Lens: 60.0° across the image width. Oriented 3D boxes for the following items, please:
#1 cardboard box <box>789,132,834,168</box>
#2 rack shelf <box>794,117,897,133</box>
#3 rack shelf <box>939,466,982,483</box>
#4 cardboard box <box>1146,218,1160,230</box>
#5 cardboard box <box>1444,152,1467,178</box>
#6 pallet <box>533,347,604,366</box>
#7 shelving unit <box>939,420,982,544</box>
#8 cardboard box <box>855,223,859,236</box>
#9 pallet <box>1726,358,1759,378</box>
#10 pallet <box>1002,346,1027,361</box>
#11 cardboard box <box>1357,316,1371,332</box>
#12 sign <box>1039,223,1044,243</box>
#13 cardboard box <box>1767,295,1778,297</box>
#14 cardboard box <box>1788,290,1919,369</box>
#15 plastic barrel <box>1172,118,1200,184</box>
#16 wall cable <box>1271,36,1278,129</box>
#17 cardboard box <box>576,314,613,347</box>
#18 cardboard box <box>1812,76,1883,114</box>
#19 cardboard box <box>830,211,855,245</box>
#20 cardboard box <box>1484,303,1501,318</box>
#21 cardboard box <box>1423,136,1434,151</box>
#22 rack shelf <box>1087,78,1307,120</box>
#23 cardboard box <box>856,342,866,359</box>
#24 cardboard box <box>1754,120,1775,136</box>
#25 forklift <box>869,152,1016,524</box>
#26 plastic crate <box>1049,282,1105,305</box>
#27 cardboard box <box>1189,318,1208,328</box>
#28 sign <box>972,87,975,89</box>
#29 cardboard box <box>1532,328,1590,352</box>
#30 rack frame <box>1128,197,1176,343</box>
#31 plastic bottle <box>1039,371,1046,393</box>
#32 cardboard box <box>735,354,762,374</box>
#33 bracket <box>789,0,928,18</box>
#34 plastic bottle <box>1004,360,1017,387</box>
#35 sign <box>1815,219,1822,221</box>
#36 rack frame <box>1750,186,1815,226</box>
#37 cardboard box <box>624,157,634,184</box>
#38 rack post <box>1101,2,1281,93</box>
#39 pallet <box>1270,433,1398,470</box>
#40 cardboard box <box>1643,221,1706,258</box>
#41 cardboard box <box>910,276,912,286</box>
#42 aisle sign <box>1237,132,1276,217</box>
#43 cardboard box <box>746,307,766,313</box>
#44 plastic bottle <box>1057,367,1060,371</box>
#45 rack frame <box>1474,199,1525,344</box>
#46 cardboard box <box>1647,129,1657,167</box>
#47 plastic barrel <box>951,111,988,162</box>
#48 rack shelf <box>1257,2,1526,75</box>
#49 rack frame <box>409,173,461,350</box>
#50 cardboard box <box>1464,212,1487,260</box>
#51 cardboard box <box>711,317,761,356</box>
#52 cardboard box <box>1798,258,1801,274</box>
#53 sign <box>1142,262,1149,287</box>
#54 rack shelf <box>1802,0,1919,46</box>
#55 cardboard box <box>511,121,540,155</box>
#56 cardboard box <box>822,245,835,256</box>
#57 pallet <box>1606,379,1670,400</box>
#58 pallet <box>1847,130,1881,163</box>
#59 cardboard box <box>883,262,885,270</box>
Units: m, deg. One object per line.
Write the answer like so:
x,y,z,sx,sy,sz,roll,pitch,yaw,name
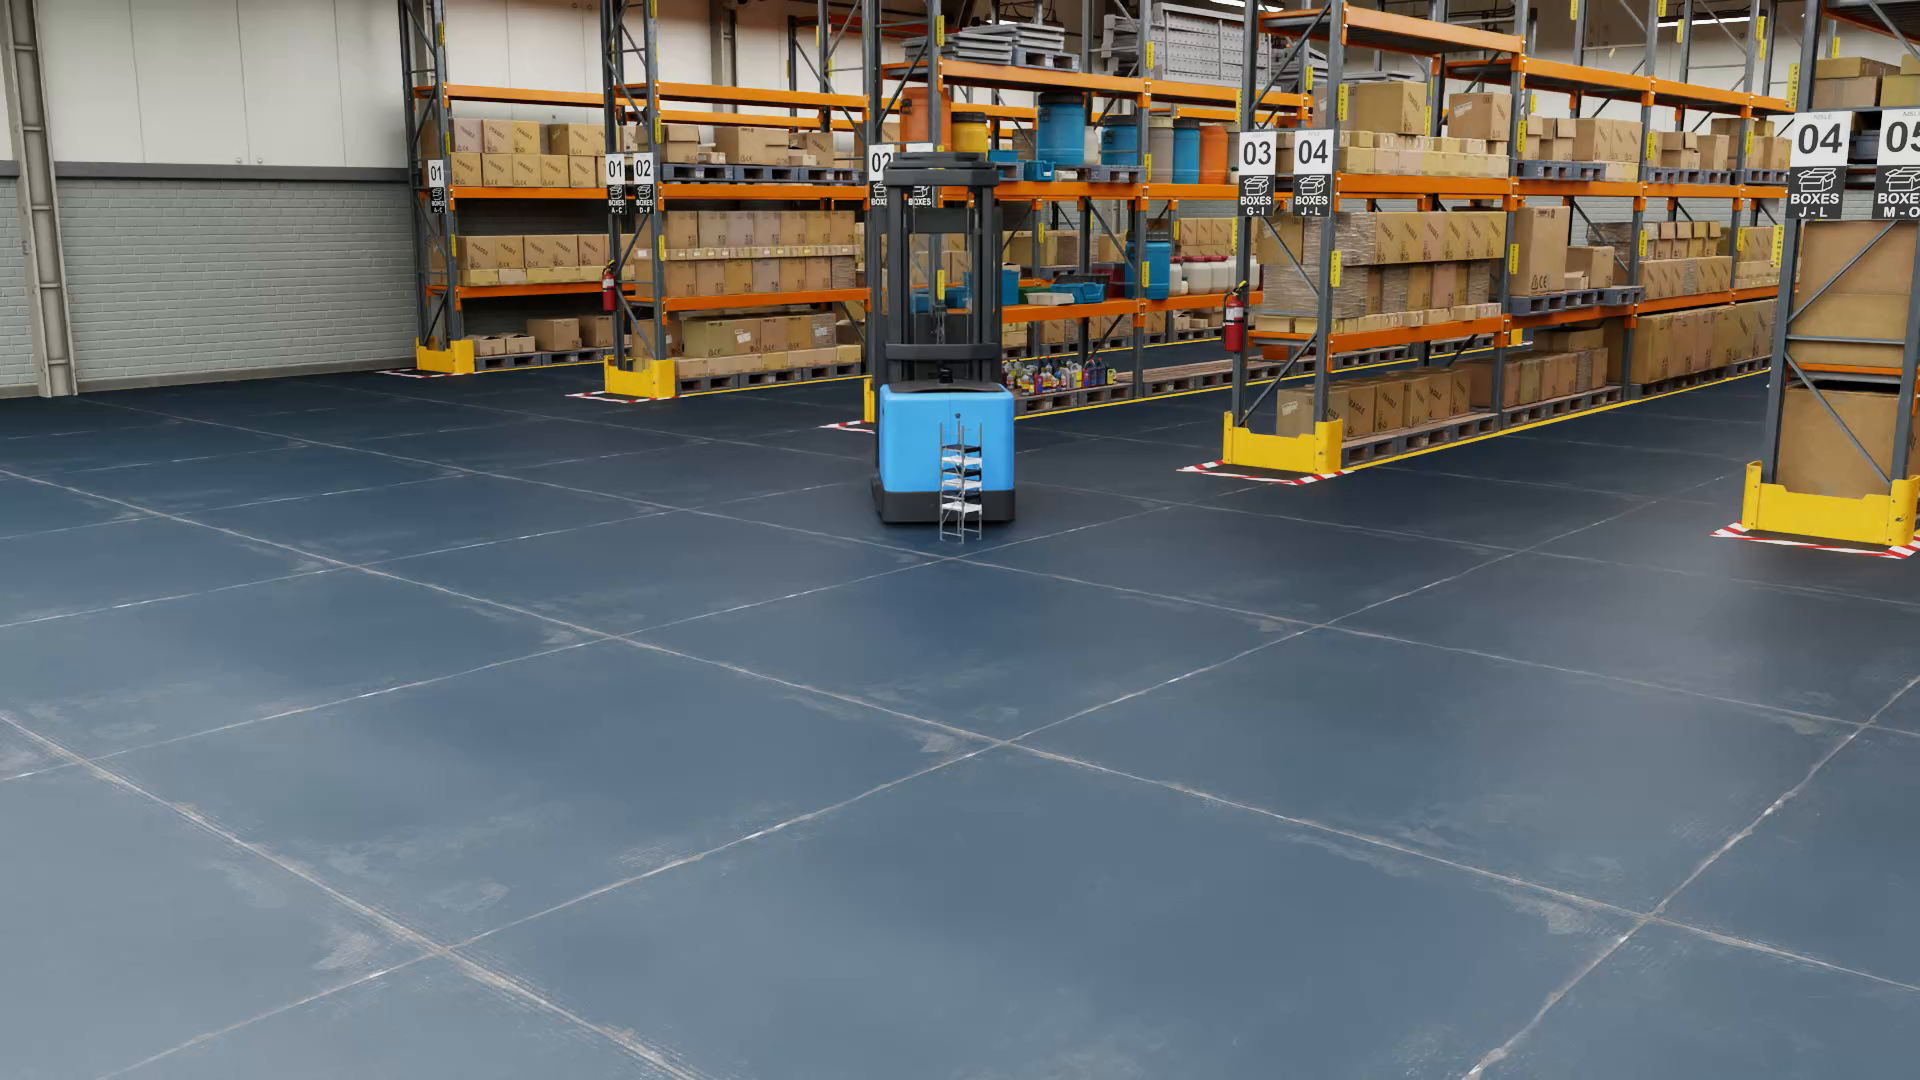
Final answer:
-2.234,-5.803,24.764,0.500,0.500,0.500,-11,15,-43,cardboard box
-1.466,-7.964,32.468,1.077,0.370,4.000,10,15,40,rack shelf
0.005,-0.498,12.618,0.258,0.077,0.200,10,15,40,rack shelf
3.717,-5.873,31.648,0.500,0.500,0.500,10,15,41,cardboard box
4.946,-3.913,17.366,0.500,0.250,0.500,10,15,40,cardboard box
-6.649,-3.037,27.379,1.003,0.211,1.213,10,15,40,pallet
0.005,-0.442,12.629,0.258,0.900,0.210,10,15,40,shelving unit
-2.274,-5.887,31.547,0.500,0.250,0.500,10,15,42,cardboard box
11.577,-2.678,25.583,1.003,0.211,1.213,10,15,40,pallet
0.364,-3.153,27.961,1.003,0.211,1.213,10,15,40,pallet
3.818,-2.136,16.387,0.380,0.149,0.250,10,15,40,cardboard box
1.356,-5.133,27.799,0.100,0.325,0.005,10,15,40,sign
13.294,-3.592,27.390,0.875,0.875,0.875,10,15,40,cardboard box
6.965,-1.656,12.963,0.875,0.550,0.550,10,15,40,cardboard box
3.051,-5.420,23.249,0.600,0.901,0.708,10,15,40,plastic barrel
8.528,-10.786,38.771,3.097,2.526,0.112,10,15,40,wall cable
-6.082,-3.520,27.938,0.500,0.500,0.500,8,14,36,cardboard box
6.867,-3.429,12.858,0.500,0.250,0.500,10,15,41,cardboard box
-1.992,-4.668,24.854,0.700,0.500,0.500,10,15,41,cardboard box
5.814,-2.574,18.583,0.380,0.149,0.250,10,15,40,cardboard box
4.628,-4.052,17.047,0.380,0.149,0.250,9,14,38,cardboard box
3.335,-6.095,23.108,1.077,0.370,4.000,10,15,40,rack shelf
-1.251,-2.933,25.687,0.500,0.250,0.500,9,15,39,cardboard box
12.316,-6.379,25.837,0.500,0.250,0.500,9,15,39,cardboard box
-0.209,-1.808,14.282,1.130,2.935,3.031,-1,11,-5,forklift
1.488,-3.137,21.137,0.499,0.251,0.616,10,15,40,plastic crate
4.580,-4.214,32.263,0.380,0.166,0.250,10,15,40,cardboard box
0.269,-9.236,33.390,0.100,0.325,0.005,10,15,40,sign
7.614,-2.531,21.071,0.500,0.250,0.500,-10,15,-41,cardboard box
3.577,-5.225,31.215,1.000,3.000,0.127,10,15,40,rack frame
1.032,-1.974,20.777,0.097,0.271,0.097,0,11,0,plastic bottle
-3.165,-2.515,23.594,0.500,0.250,0.500,10,15,40,cardboard box
-2.053,-10.299,32.109,0.076,0.066,4.783,10,15,40,bracket
0.642,-2.141,21.414,0.144,0.351,0.185,11,15,43,plastic bottle
14.055,-5.144,27.248,0.100,0.325,0.005,10,15,40,sign
13.657,-4.533,27.746,1.000,3.000,0.127,10,15,40,rack frame
-5.576,-6.112,27.687,0.500,0.500,0.500,10,15,42,cardboard box
3.250,-6.748,23.012,1.013,1.000,3.121,10,15,40,rack post
3.708,-0.937,16.865,1.003,0.211,1.213,10,15,40,pallet
10.139,-4.291,23.718,0.797,0.503,0.637,10,15,41,cardboard box
-0.965,-4.029,25.867,0.380,0.149,0.250,10,15,40,cardboard box
2.829,-3.483,15.854,0.394,0.787,0.004,10,15,40,aisle sign
-3.957,-4.017,30.422,0.700,0.500,0.500,10,15,40,cardboard box
1.276,-2.074,21.247,0.061,0.283,0.133,10,15,40,plastic bottle
9.936,-5.173,30.953,1.000,3.000,0.127,10,15,40,rack frame
8.724,-5.182,22.004,0.797,0.503,0.637,11,16,44,cardboard box
0.031,-4.772,19.735,0.600,0.588,0.600,0,11,0,plastic barrel
4.415,-5.060,16.917,1.077,0.370,4.000,10,15,40,rack shelf
-8.067,-4.100,25.580,1.000,3.000,0.127,10,15,40,rack frame
5.316,-3.277,17.891,0.500,0.500,0.500,10,15,40,cardboard box
-3.174,-2.884,23.528,0.500,0.500,0.500,10,15,40,cardboard box
13.536,-4.499,27.203,0.500,0.250,0.500,9,15,39,cardboard box
2.421,-3.470,21.722,0.100,0.325,0.005,10,15,40,sign
8.074,-4.210,13.671,1.077,0.370,4.000,10,15,40,rack shelf
-6.932,-6.289,26.024,0.500,0.500,0.500,10,15,42,cardboard box
-2.058,-4.273,24.535,0.380,0.149,0.250,9,15,39,cardboard box
8.953,-2.094,22.659,1.003,0.211,1.213,10,15,40,pallet
7.236,-3.060,12.943,1.003,0.211,1.213,10,15,40,pallet
-1.567,-5.375,32.554,0.380,0.149,0.250,10,15,41,cardboard box
